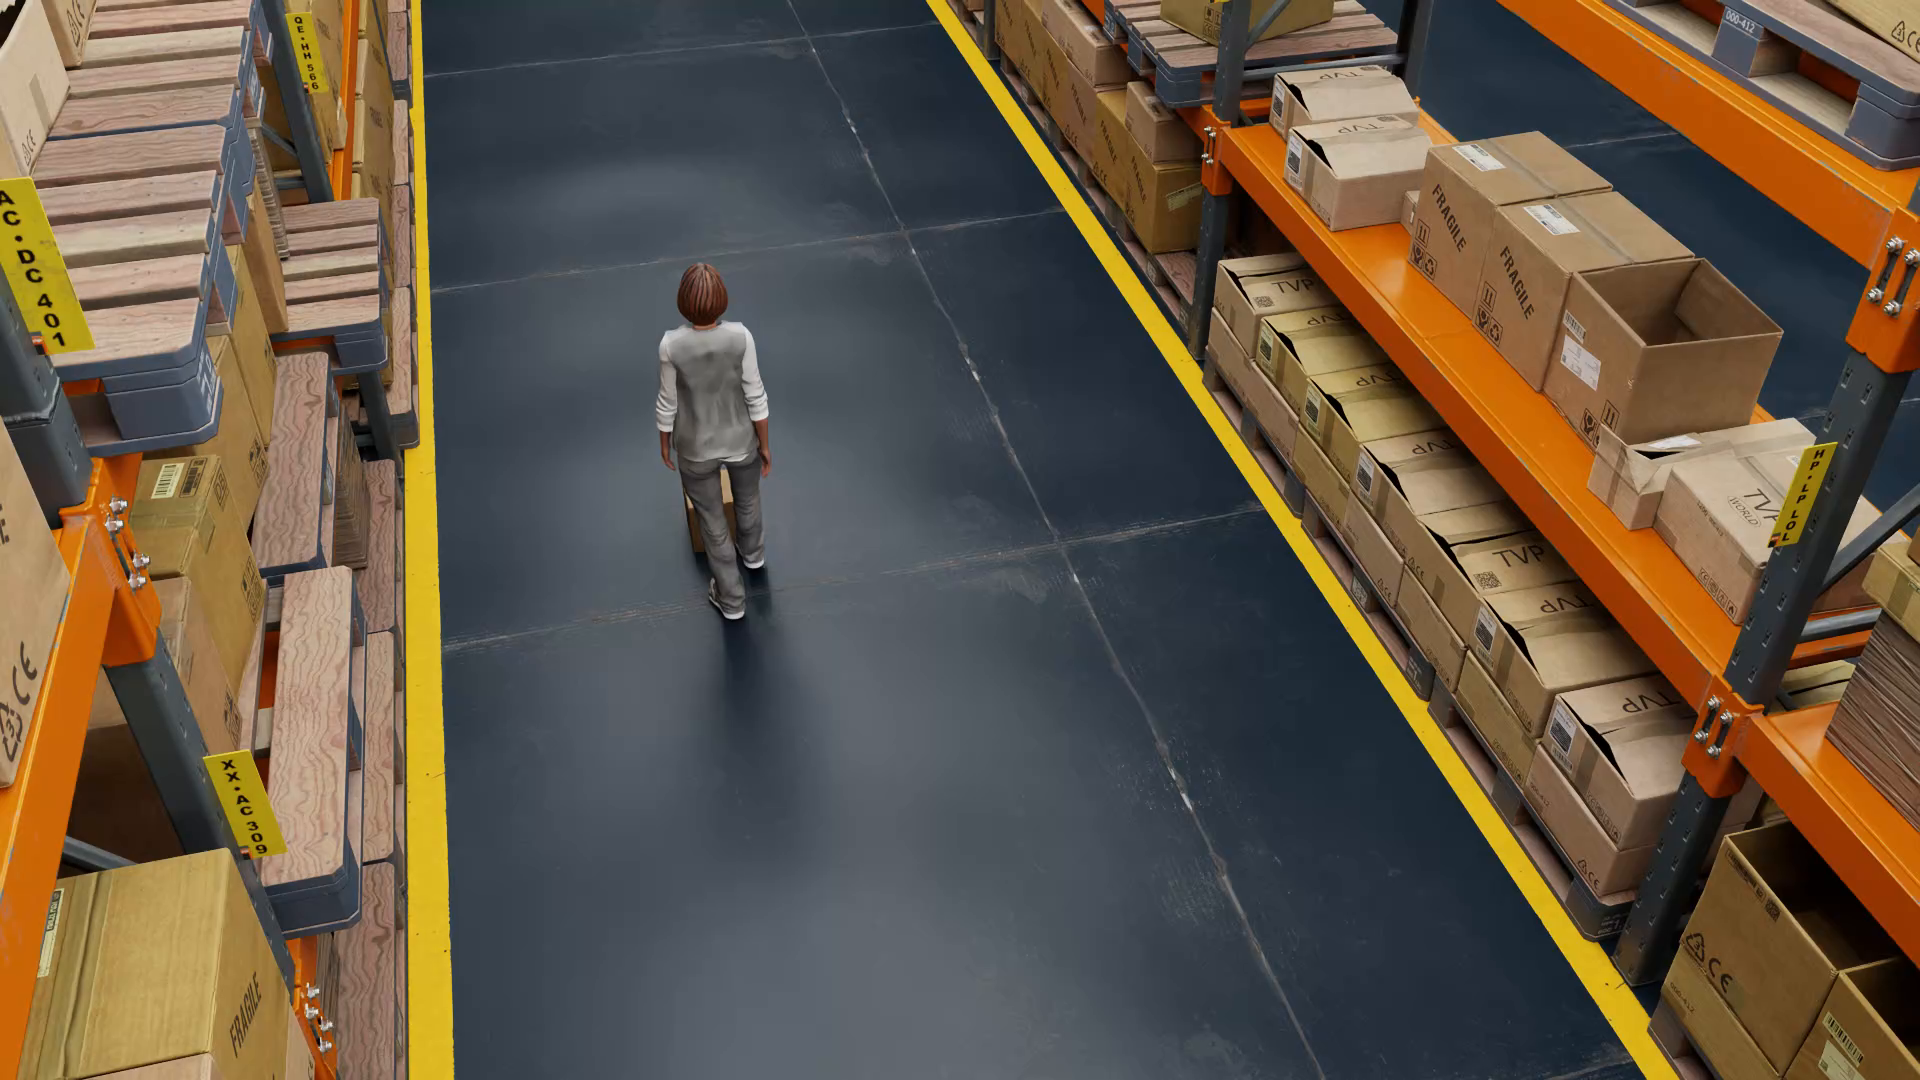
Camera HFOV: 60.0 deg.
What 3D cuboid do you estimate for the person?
[{"bbox_3d":[-1.008,-0.435,6.692,0.425,1.592,0.586,-13,40,-15],"label":"person"}]
